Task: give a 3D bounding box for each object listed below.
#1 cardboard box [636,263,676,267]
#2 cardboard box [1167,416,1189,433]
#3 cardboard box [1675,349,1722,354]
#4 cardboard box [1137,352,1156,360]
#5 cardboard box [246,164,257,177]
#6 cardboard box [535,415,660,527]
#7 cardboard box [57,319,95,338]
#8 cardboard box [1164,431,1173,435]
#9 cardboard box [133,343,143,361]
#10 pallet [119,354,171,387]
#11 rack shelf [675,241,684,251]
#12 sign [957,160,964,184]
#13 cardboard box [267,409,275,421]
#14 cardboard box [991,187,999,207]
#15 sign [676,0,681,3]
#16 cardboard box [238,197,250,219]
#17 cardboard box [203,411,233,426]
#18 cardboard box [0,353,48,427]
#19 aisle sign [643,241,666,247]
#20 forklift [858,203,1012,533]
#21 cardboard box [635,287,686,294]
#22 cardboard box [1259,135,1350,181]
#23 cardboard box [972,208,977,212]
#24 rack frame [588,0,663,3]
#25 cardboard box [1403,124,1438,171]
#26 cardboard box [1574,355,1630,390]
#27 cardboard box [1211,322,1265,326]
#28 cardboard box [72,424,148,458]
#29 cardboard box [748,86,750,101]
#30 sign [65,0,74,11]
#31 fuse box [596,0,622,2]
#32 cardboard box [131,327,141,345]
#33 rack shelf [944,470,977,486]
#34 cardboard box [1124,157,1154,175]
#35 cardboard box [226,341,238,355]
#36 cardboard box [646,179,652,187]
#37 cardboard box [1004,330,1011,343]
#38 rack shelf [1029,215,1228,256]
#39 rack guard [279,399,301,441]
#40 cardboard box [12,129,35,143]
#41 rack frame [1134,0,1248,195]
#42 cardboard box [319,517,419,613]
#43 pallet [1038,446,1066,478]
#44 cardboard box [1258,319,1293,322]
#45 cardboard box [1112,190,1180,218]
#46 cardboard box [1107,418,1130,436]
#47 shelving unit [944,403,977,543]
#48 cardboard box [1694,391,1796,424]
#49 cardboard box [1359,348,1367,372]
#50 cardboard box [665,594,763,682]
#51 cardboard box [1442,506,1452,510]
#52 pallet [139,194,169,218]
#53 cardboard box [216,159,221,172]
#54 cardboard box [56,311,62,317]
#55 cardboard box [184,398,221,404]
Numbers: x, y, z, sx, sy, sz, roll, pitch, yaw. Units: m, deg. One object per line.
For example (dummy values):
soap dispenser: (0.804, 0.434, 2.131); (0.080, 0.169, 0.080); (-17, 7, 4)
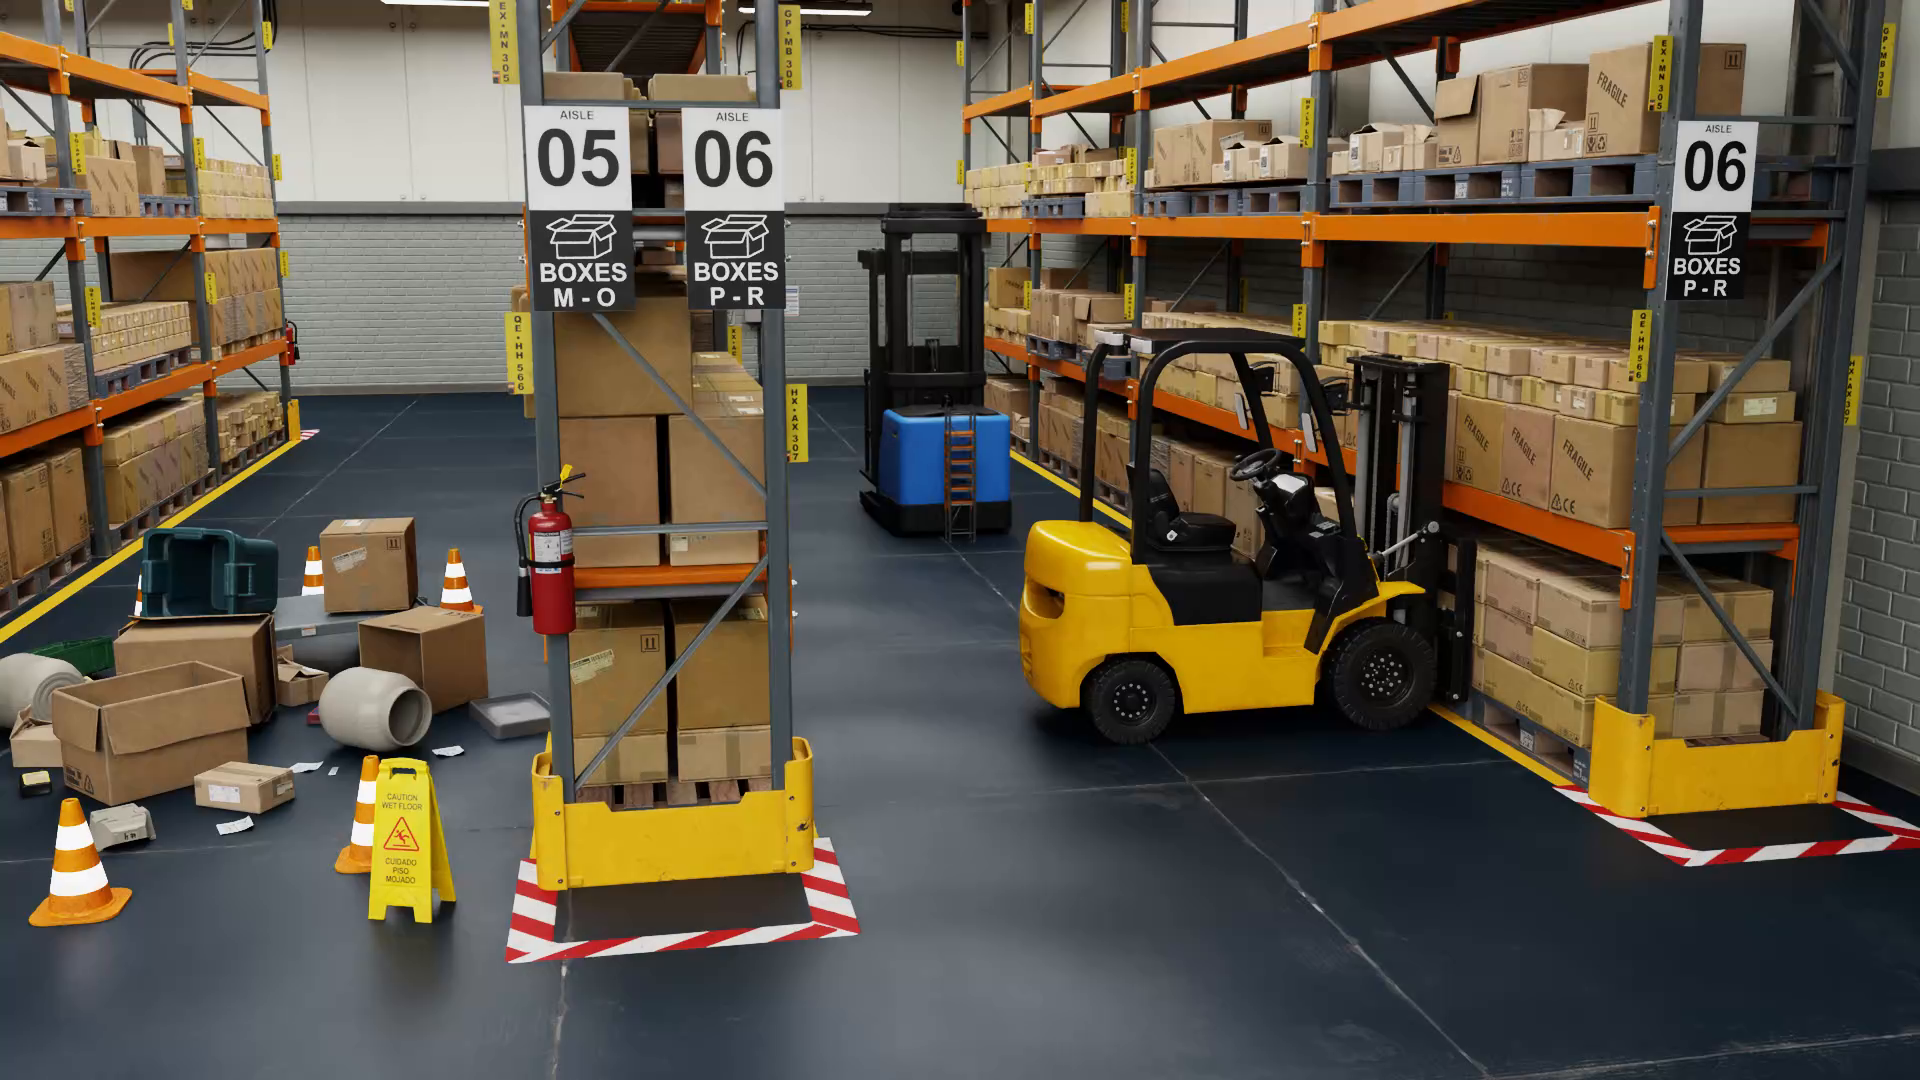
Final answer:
cardboard box: (-3.405, -2.877, 18.849); (0.500, 0.500, 0.500); (-2, 11, -11)
cardboard box: (2.275, -1.142, 16.502); (0.380, 0.149, 0.250); (-2, 11, -9)
cardboard box: (3.714, -0.902, 8.613); (0.380, 0.149, 0.250); (-2, 11, -10)
cardboard box: (1.919, -1.769, 15.033); (0.500, 0.250, 0.500); (-2, 11, -11)
cardboard box: (-8.650, -4.427, 19.906); (0.380, 0.149, 0.250); (-2, 11, -10)
cardboard box: (-1.591, -0.325, 7.317); (0.500, 0.500, 0.500); (-2, 11, -12)
cardboard box: (-7.508, -1.776, 13.965); (0.380, 0.149, 0.250); (-2, 11, -11)
cardboard box: (2.213, -0.845, 16.675); (0.500, 0.500, 0.500); (-2, 11, -11)
cardboard box: (-7.756, -1.724, 15.281); (0.380, 0.149, 0.250); (-2, 11, -10)
pallet: (-8.033, -1.576, 15.467); (1.003, 0.211, 1.213); (-2, 11, -11)
rack shelf: (-3.161, -2.994, 16.307); (1.077, 0.370, 4.000); (-2, 11, -11)
sign: (0.008, -5.039, 22.788); (0.100, 0.325, 0.005); (-2, 11, -11)
cardboard box: (-8.678, -1.546, 20.503); (0.380, 0.149, 0.250); (-3, 11, -13)
cardboard box: (0.689, -4.329, 21.004); (0.500, 0.250, 0.500); (-2, 11, -12)
sign: (-3.020, -5.708, 17.907); (0.100, 0.325, 0.005); (-2, 11, -11)
cardboard box: (-8.503, -3.820, 19.125); (0.500, 0.250, 0.500); (-2, 11, -8)
cardboard box: (-8.415, -1.355, 18.705); (0.380, 0.149, 0.250); (-2, 11, -12)
cardboard box: (-7.064, -1.102, 12.195); (0.500, 0.500, 0.500); (-2, 11, -12)
aisle sign: (-4.037, -4.276, 22.187); (0.394, 0.787, 0.004); (-2, 11, -11)
forklift: (-0.367, -1.735, 15.975); (1.130, 2.935, 3.031); (-2, 11, -13)
cardboard box: (-1.620, -0.905, 7.693); (0.700, 0.500, 0.500); (-2, 11, -10)
cardboard box: (2.495, -2.764, 12.020); (0.500, 0.311, 0.500); (-2, 11, -13)
cardboard box: (0.374, -4.439, 22.645); (0.380, 0.149, 0.250); (-2, 11, -10)
rack frame: (-4.328, -5.922, 21.741); (1.000, 3.000, 0.127); (-2, 11, -11)
cardboard box: (2.865, -2.334, 9.886); (0.396, 0.266, 0.258); (-2, 11, -12)
cardboard box: (3.298, -0.837, 8.275); (0.380, 0.149, 0.250); (-2, 11, -11)
cardboard box: (2.276, -1.706, 13.637); (0.380, 0.149, 0.250); (-2, 11, -11)
cardboard box: (-7.603, -0.884, 14.873); (0.500, 0.250, 0.500); (-2, 11, -12)
cardboard box: (-1.137, -1.948, 7.426); (0.380, 0.149, 0.250); (-2, 11, -11)
sign: (-8.921, -5.471, 16.662); (0.100, 0.325, 0.005); (-2, 11, -11)
fuse box: (-5.690, -8.512, 26.796); (0.513, 0.334, 0.176); (-2, 11, -11)
cardboard box: (-7.756, -1.870, 15.251); (0.380, 0.149, 0.250); (-2, 11, -12)
rack shelf: (0.003, -0.543, 14.579); (0.258, 0.103, 0.180); (-2, 11, -11)
cardboard box: (1.739, -3.483, 15.488); (0.380, 0.149, 0.250); (-2, 11, -9)
cardboard box: (-8.378, -2.173, 18.763); (0.380, 0.149, 0.250); (-2, 11, -10)
cardboard box: (-1.459, -2.062, 9.089); (0.500, 0.250, 0.500); (-2, 11, -12)
cardboard box: (0.761, -2.537, 20.673); (0.380, 0.149, 0.250); (-2, 11, -12)
rack shelf: (1.708, -3.175, 17.259); (1.077, 0.370, 4.000); (-2, 11, -11)
rack guard: (-9.149, -1.534, 21.419); (1.175, 0.500, 0.348); (-2, 11, -11)
cardboard box: (-8.055, -3.366, 14.020); (0.396, 0.266, 0.258); (-2, 11, -11)
rack frame: (2.097, -4.635, 14.984); (1.000, 3.000, 0.127); (-2, 11, -11)
cardboard box: (-3.734, 0.153, 10.532); (0.500, 0.500, 0.500); (-2, 11, -11)
pallet: (1.514, -0.904, 18.883); (1.003, 0.211, 1.213); (-2, 11, -11)
cardboard box: (2.730, -1.774, 13.994); (0.380, 0.149, 0.250); (-2, 11, -12)
cardboard box: (1.759, -3.174, 15.726); (0.500, 0.250, 0.500); (-2, 11, -13)
cardboard box: (1.669, -1.116, 16.363); (0.380, 0.149, 0.250); (-3, 11, -14)
shelving unit: (0.003, -0.587, 14.570); (0.258, 1.200, 0.189); (-2, 11, -11)
cardboard box: (3.841, -0.661, 8.142); (0.380, 0.149, 0.250); (-2, 11, -12)
cardboard box: (2.808, -1.160, 10.768); (0.380, 0.149, 0.250); (-2, 11, -11)
cardboard box: (-1.212, 0.478, 8.388); (0.500, 0.500, 0.500); (-3, 11, -13)
cardboard box: (3.273, -0.126, 10.892); (0.500, 0.250, 0.500); (-2, 11, -12)
pallet: (-8.165, -3.116, 15.527); (1.213, 0.211, 1.003); (-2, 11, -11)
cardboard box: (-8.405, -4.137, 18.384); (0.380, 0.149, 0.250); (-2, 11, -13)
cardboard box: (-8.402, -1.994, 15.109); (0.380, 0.149, 0.250); (-2, 11, -8)
cardboard box: (-9.170, -1.626, 20.127); (0.380, 0.149, 0.250); (-3, 11, -14)
